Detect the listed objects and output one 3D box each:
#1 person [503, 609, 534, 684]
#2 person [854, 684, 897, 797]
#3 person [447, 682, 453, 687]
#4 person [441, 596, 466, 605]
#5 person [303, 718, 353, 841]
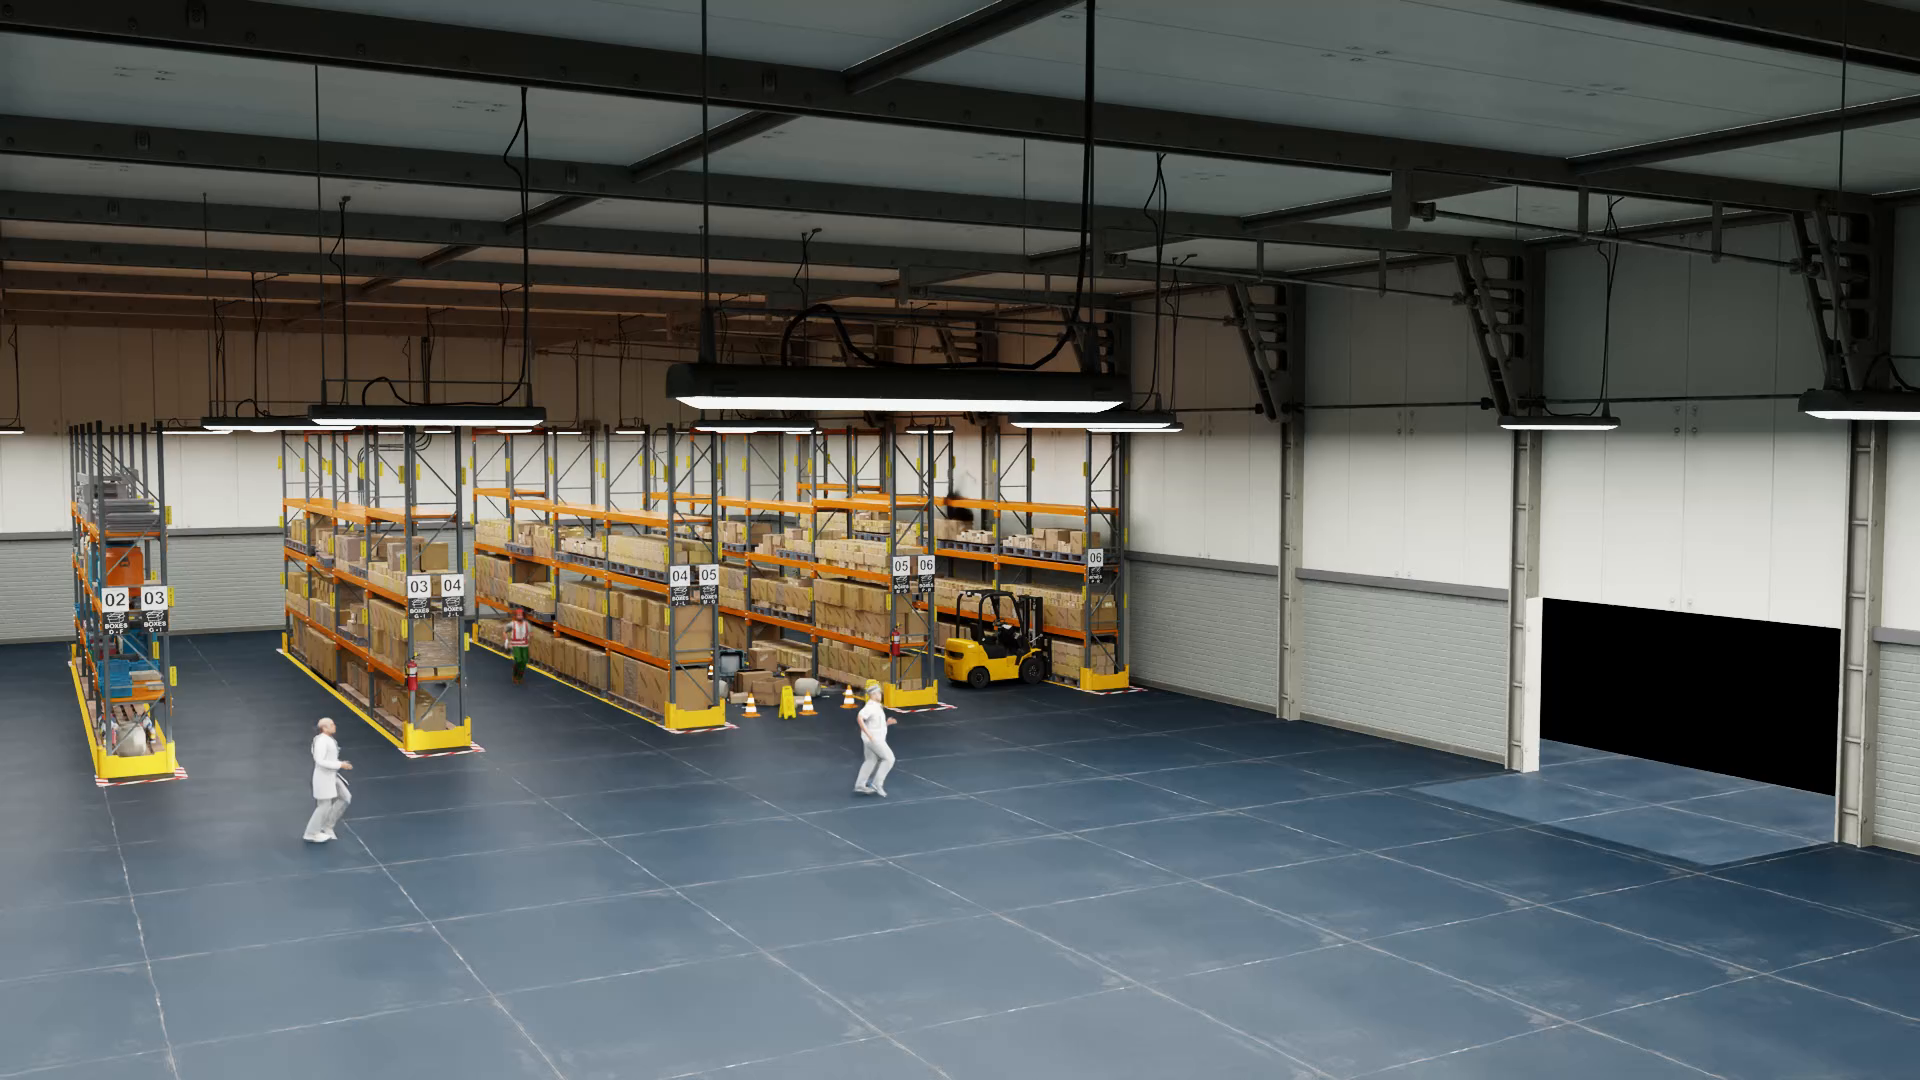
[{"bbox_3d":[-10.123,2.463,38.290,0.649,1.742,0.642,-2,4,-33],"label":"person"},{"bbox_3d":[-1.347,3.200,26.585,0.694,1.811,0.646,-1,4,-8],"label":"person"},{"bbox_3d":[-11.863,2.532,38.243,0.623,1.761,0.719,-2,4,-31],"label":"person"},{"bbox_3d":[-14.403,1.971,47.181,0.728,1.674,0.576,3,5,43],"label":"person"},{"bbox_3d":[-8.923,3.396,23.505,0.732,1.781,0.703,0,4,-6],"label":"person"}]
